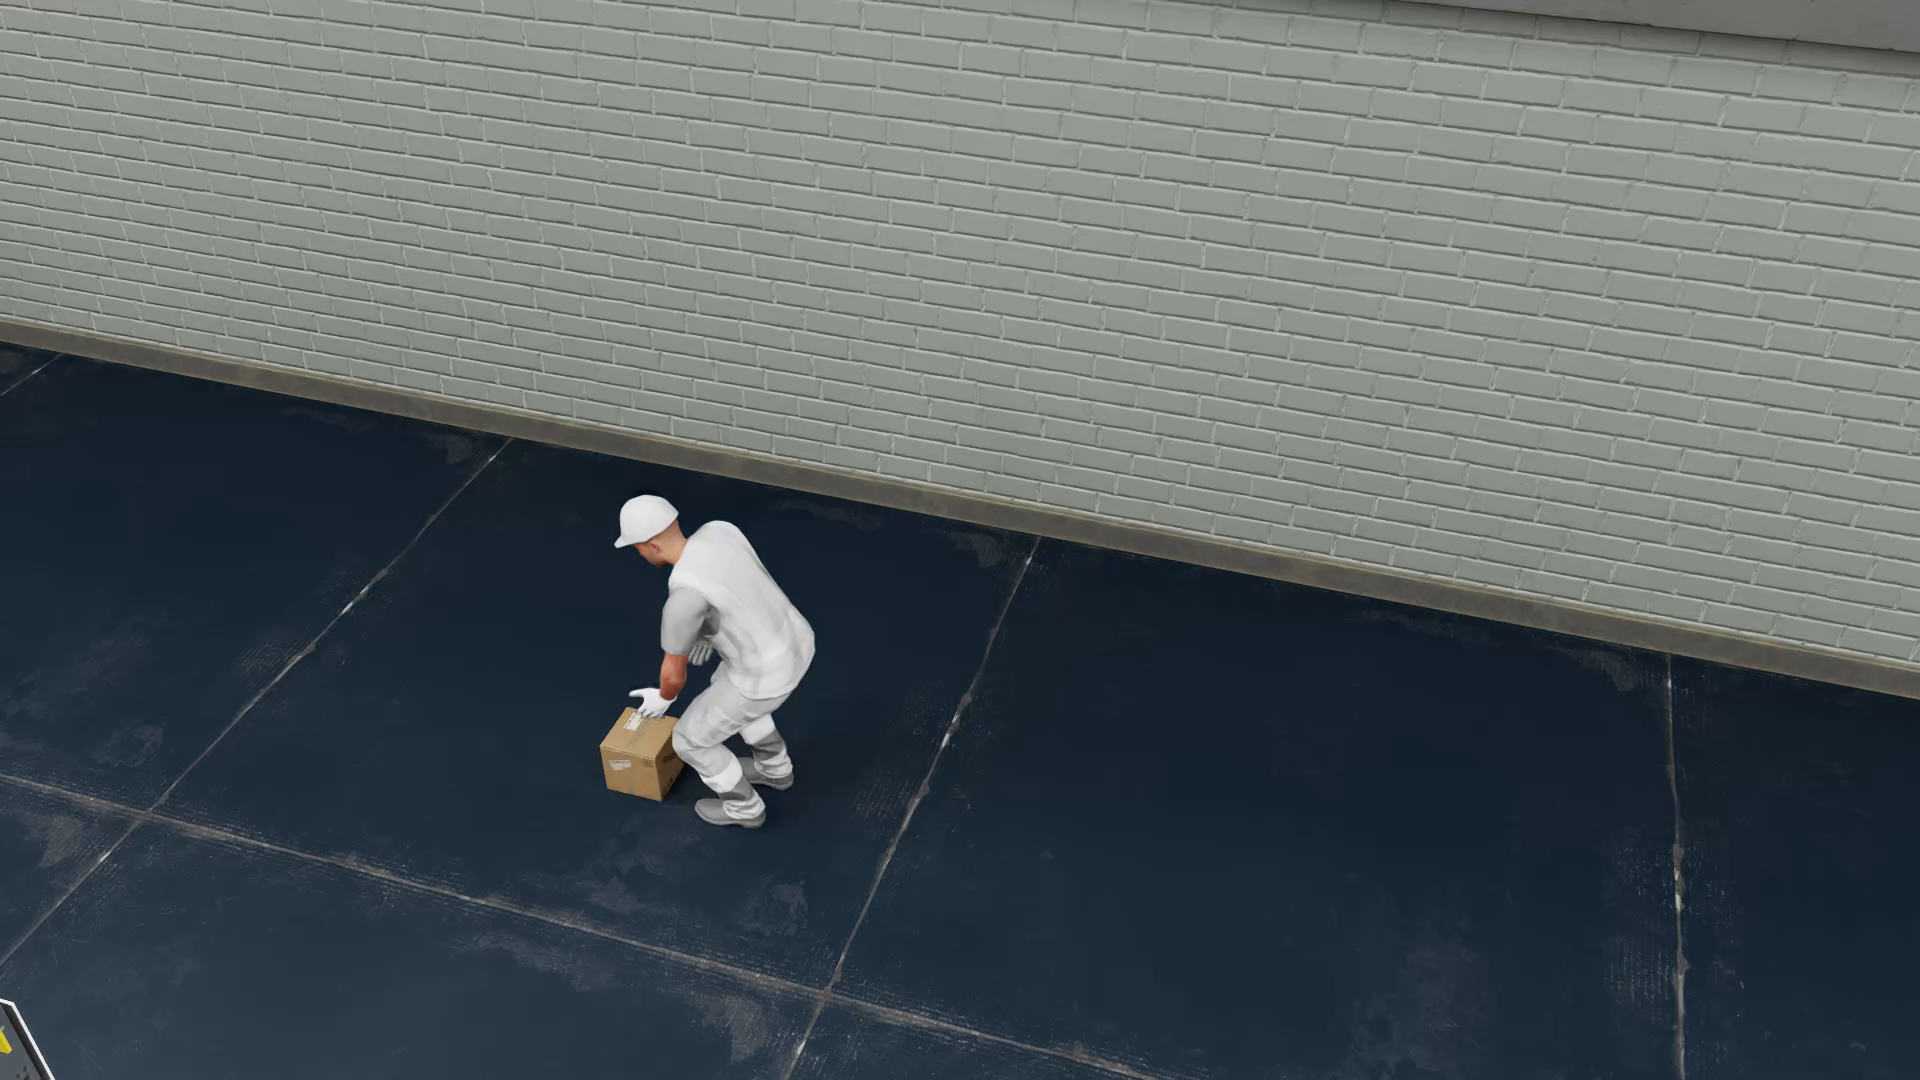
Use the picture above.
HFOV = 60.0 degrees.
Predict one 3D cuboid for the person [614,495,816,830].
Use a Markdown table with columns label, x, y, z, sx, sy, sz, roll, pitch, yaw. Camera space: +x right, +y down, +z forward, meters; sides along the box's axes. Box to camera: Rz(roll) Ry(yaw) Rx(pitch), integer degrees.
| label | x | y | z | sx | sy | sz | roll | pitch | yaw |
| --- | --- | --- | --- | --- | --- | --- | --- | --- | --- |
| person | -0.934 | 0.489 | 6.459 | 0.711 | 1.500 | 0.581 | 11 | 38 | 14 |
